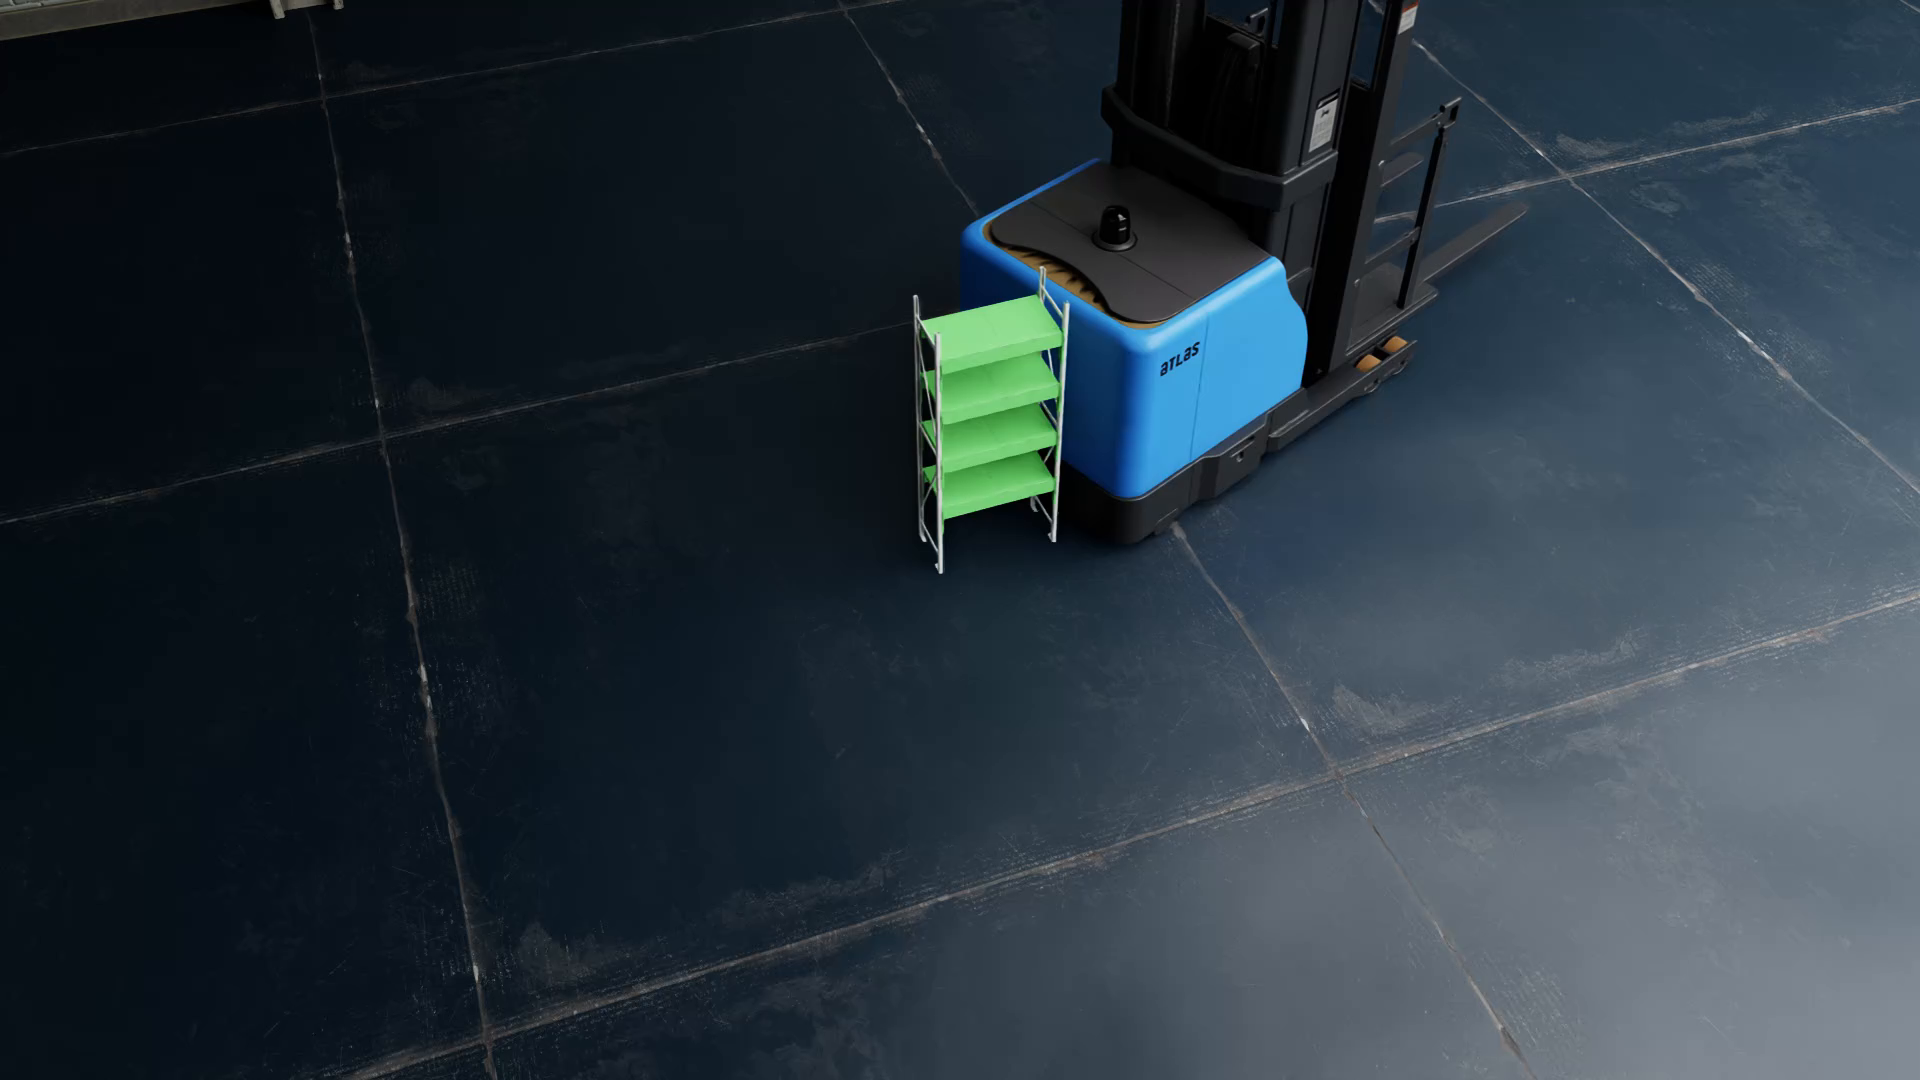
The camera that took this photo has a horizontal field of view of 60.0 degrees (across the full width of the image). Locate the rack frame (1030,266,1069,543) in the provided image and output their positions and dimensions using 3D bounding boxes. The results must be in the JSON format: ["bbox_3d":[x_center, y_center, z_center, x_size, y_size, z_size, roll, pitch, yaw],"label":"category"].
[{"bbox_3d":[0.338,-0.491,6.392,0.015,1.200,0.240,-15,47,-15],"label":"rack frame"}]

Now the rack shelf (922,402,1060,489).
[{"bbox_3d":[0.110,-0.385,6.376,0.480,0.148,0.258,-15,47,-15],"label":"rack shelf"}]

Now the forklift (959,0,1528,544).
[{"bbox_3d":[1.408,-1.935,6.609,3.031,2.935,1.130,-33,54,-29],"label":"forklift"}]

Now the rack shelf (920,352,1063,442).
[{"bbox_3d":[0.110,-0.554,6.206,0.480,0.148,0.258,-15,47,-15],"label":"rack shelf"}]

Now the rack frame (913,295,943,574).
[{"bbox_3d":[-0.118,-0.368,6.270,0.015,1.200,0.240,-15,47,-15],"label":"rack frame"}]

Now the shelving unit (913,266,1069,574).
[{"bbox_3d":[0.110,-0.430,6.331,0.503,1.200,0.258,-15,47,-15],"label":"shelving unit"}]

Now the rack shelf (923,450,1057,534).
[{"bbox_3d":[0.110,-0.215,6.546,0.480,0.148,0.258,-15,47,-15],"label":"rack shelf"}]

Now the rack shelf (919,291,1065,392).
[{"bbox_3d":[0.110,-0.723,6.036,0.480,0.148,0.258,-15,47,-15],"label":"rack shelf"}]
